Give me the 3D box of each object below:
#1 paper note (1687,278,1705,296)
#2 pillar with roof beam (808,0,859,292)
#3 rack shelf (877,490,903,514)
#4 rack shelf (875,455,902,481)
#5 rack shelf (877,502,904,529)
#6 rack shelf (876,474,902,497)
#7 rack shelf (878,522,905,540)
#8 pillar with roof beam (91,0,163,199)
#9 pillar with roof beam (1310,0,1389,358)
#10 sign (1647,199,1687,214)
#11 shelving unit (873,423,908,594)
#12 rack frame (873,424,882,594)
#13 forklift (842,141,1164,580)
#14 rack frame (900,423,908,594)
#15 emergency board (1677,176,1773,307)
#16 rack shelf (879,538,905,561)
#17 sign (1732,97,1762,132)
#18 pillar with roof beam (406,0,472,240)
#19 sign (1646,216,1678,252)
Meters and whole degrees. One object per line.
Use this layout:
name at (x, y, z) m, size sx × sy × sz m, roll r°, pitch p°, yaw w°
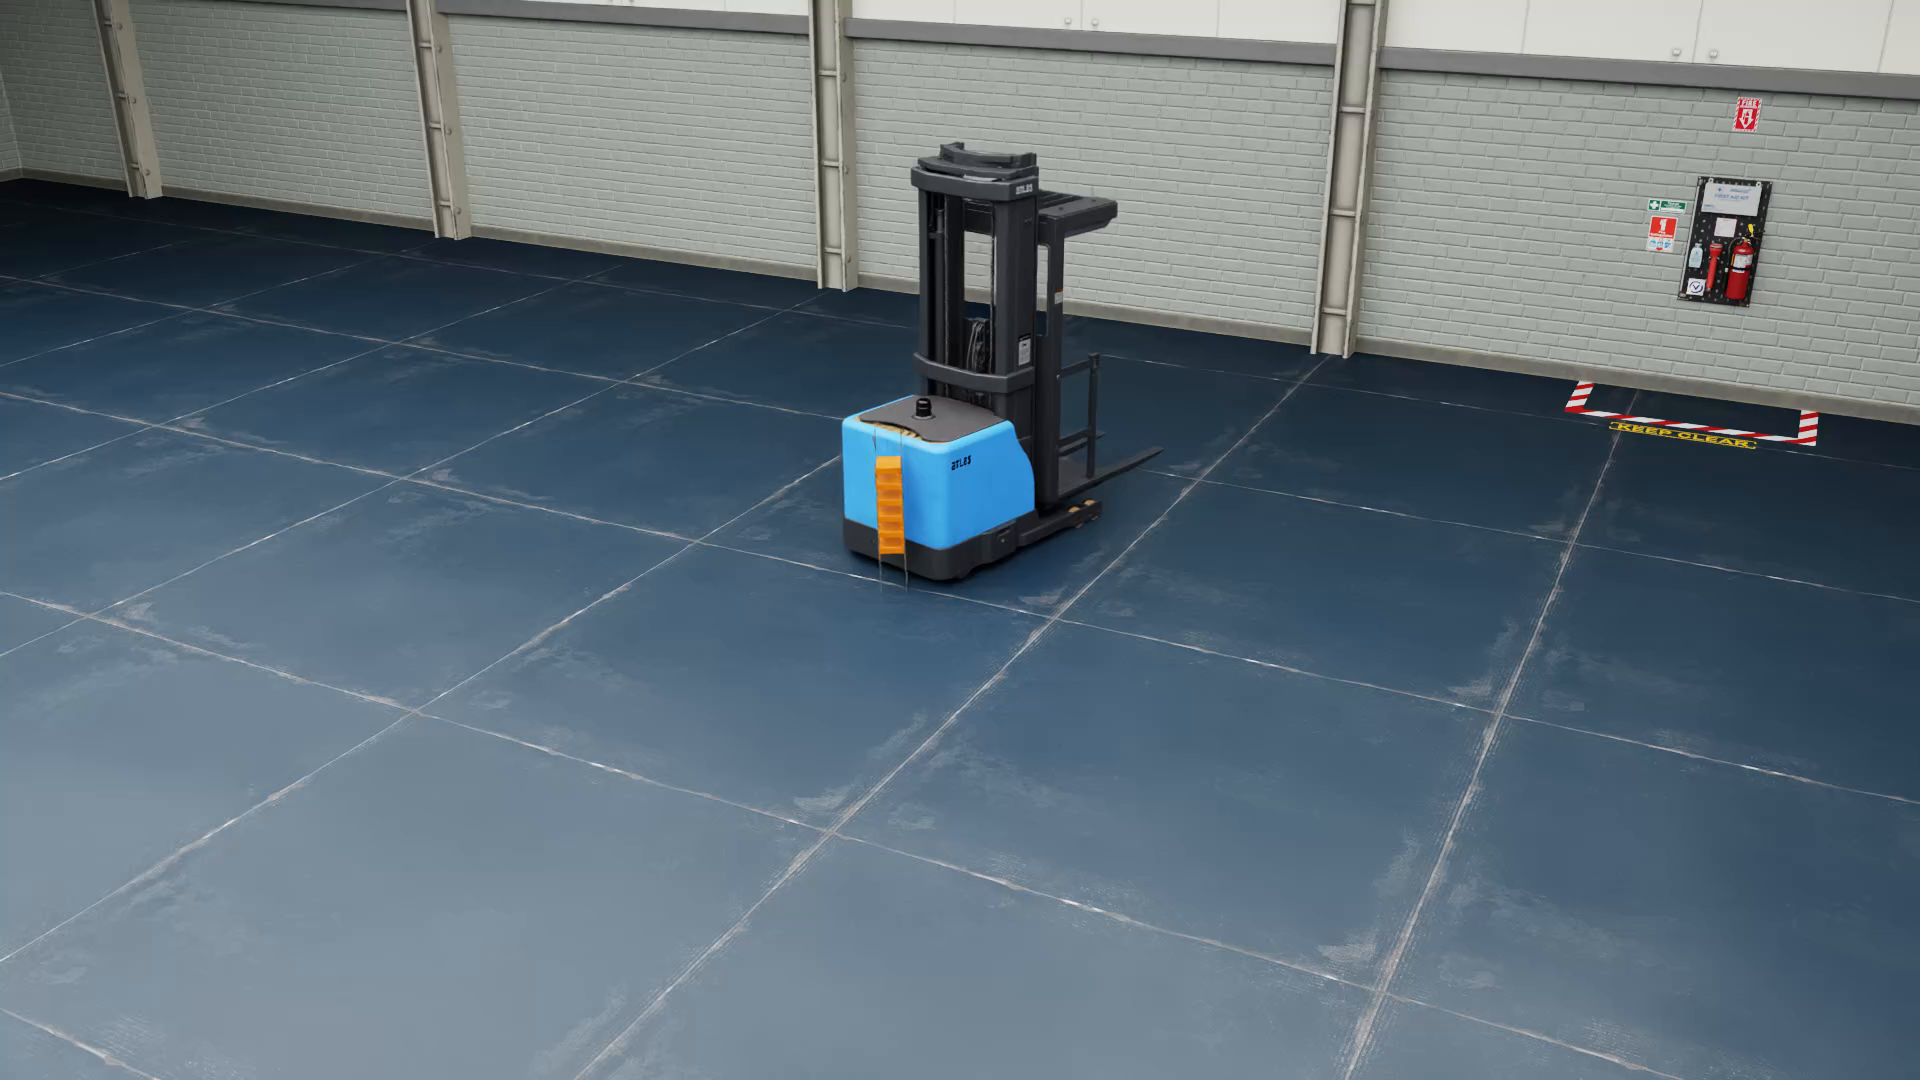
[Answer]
paper note at (6.941, -2.387, 15.681) m, size 0.142 × 0.148 × 0.016 m, roll 11°, pitch 25°, yaw 25°
pillar with roof beam at (-3.396, -5.663, 14.594) m, size 0.400 × 9.000 × 9.100 m, roll 11°, pitch 25°, yaw 25°
rack shelf at (-0.491, -0.282, 11.706) m, size 0.180 × 0.103 × 0.258 m, roll -2°, pitch 23°, yaw 0°
rack shelf at (-0.497, -0.503, 11.613) m, size 0.180 × 0.103 × 0.258 m, roll -2°, pitch 23°, yaw 0°
rack shelf at (-0.488, -0.171, 11.752) m, size 0.180 × 0.103 × 0.258 m, roll -2°, pitch 23°, yaw 0°
rack shelf at (-0.494, -0.393, 11.659) m, size 0.180 × 0.103 × 0.258 m, roll -2°, pitch 23°, yaw 0°
rack shelf at (-0.485, -0.061, 11.799) m, size 0.180 × 0.103 × 0.258 m, roll -2°, pitch 23°, yaw 0°
pillar with roof beam at (-14.105, -7.782, 19.576) m, size 0.400 × 9.000 × 9.100 m, roll 11°, pitch 25°, yaw 25°
pillar with roof beam at (1.959, -4.604, 12.103) m, size 0.400 × 9.000 × 9.100 m, roll 11°, pitch 25°, yaw 25°
sign at (6.621, -3.127, 15.573) m, size 0.331 × 0.109 × 0.001 m, roll 11°, pitch 25°, yaw 25°
shelving unit at (-0.489, -0.212, 11.735) m, size 0.189 × 1.200 × 0.258 m, roll -2°, pitch 23°, yaw 0°
rack frame at (-0.580, -0.210, 11.735) m, size 0.006 × 1.200 × 0.240 m, roll -2°, pitch 23°, yaw 0°
forklift at (0.474, -1.557, 12.693) m, size 1.130 × 2.935 × 3.031 m, roll 19°, pitch 30°, yaw 37°
rack frame at (-0.397, -0.215, 11.735) m, size 0.006 × 1.200 × 0.240 m, roll -2°, pitch 23°, yaw 0°
emergency board at (7.068, -2.737, 15.378) m, size 0.643 × 1.169 × 0.194 m, roll 11°, pitch 25°, yaw 25°
rack shelf at (-0.482, 0.050, 11.845) m, size 0.180 × 0.103 × 0.258 m, roll -2°, pitch 23°, yaw 0°
sign at (7.105, -3.840, 15.010) m, size 0.199 × 0.298 × 0.001 m, roll 11°, pitch 25°, yaw 25°
pillar with roof beam at (-8.750, -6.723, 17.085) m, size 0.400 × 9.000 × 9.100 m, roll 11°, pitch 25°, yaw 25°
sign at (6.621, -2.887, 15.686) m, size 0.234 × 0.329 × 0.001 m, roll 11°, pitch 25°, yaw 25°
